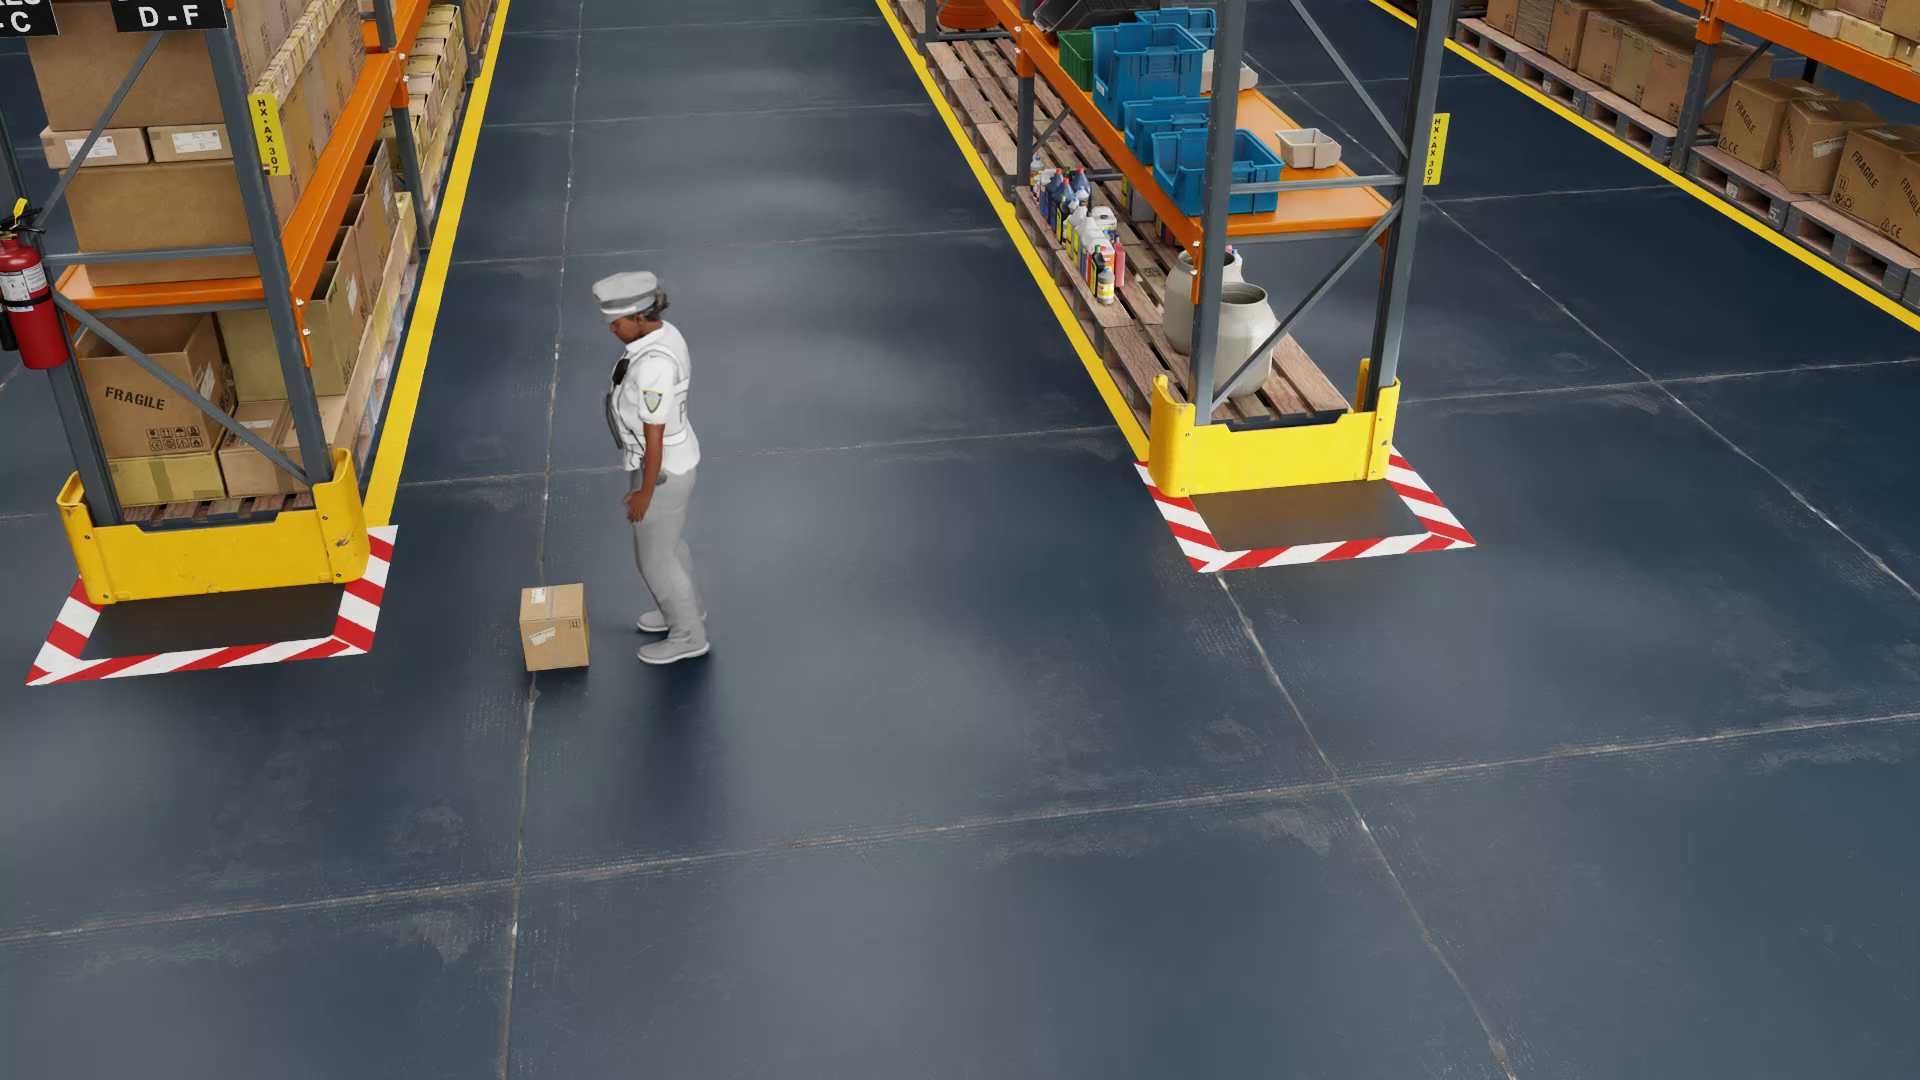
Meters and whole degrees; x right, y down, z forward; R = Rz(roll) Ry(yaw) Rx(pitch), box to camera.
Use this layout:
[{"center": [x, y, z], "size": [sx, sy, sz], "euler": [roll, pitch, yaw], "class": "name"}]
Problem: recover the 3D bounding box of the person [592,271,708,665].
[{"center": [-1.199, -0.273, 6.608], "size": [0.338, 1.652, 0.433], "euler": [-5, 31, -8], "class": "person"}]
